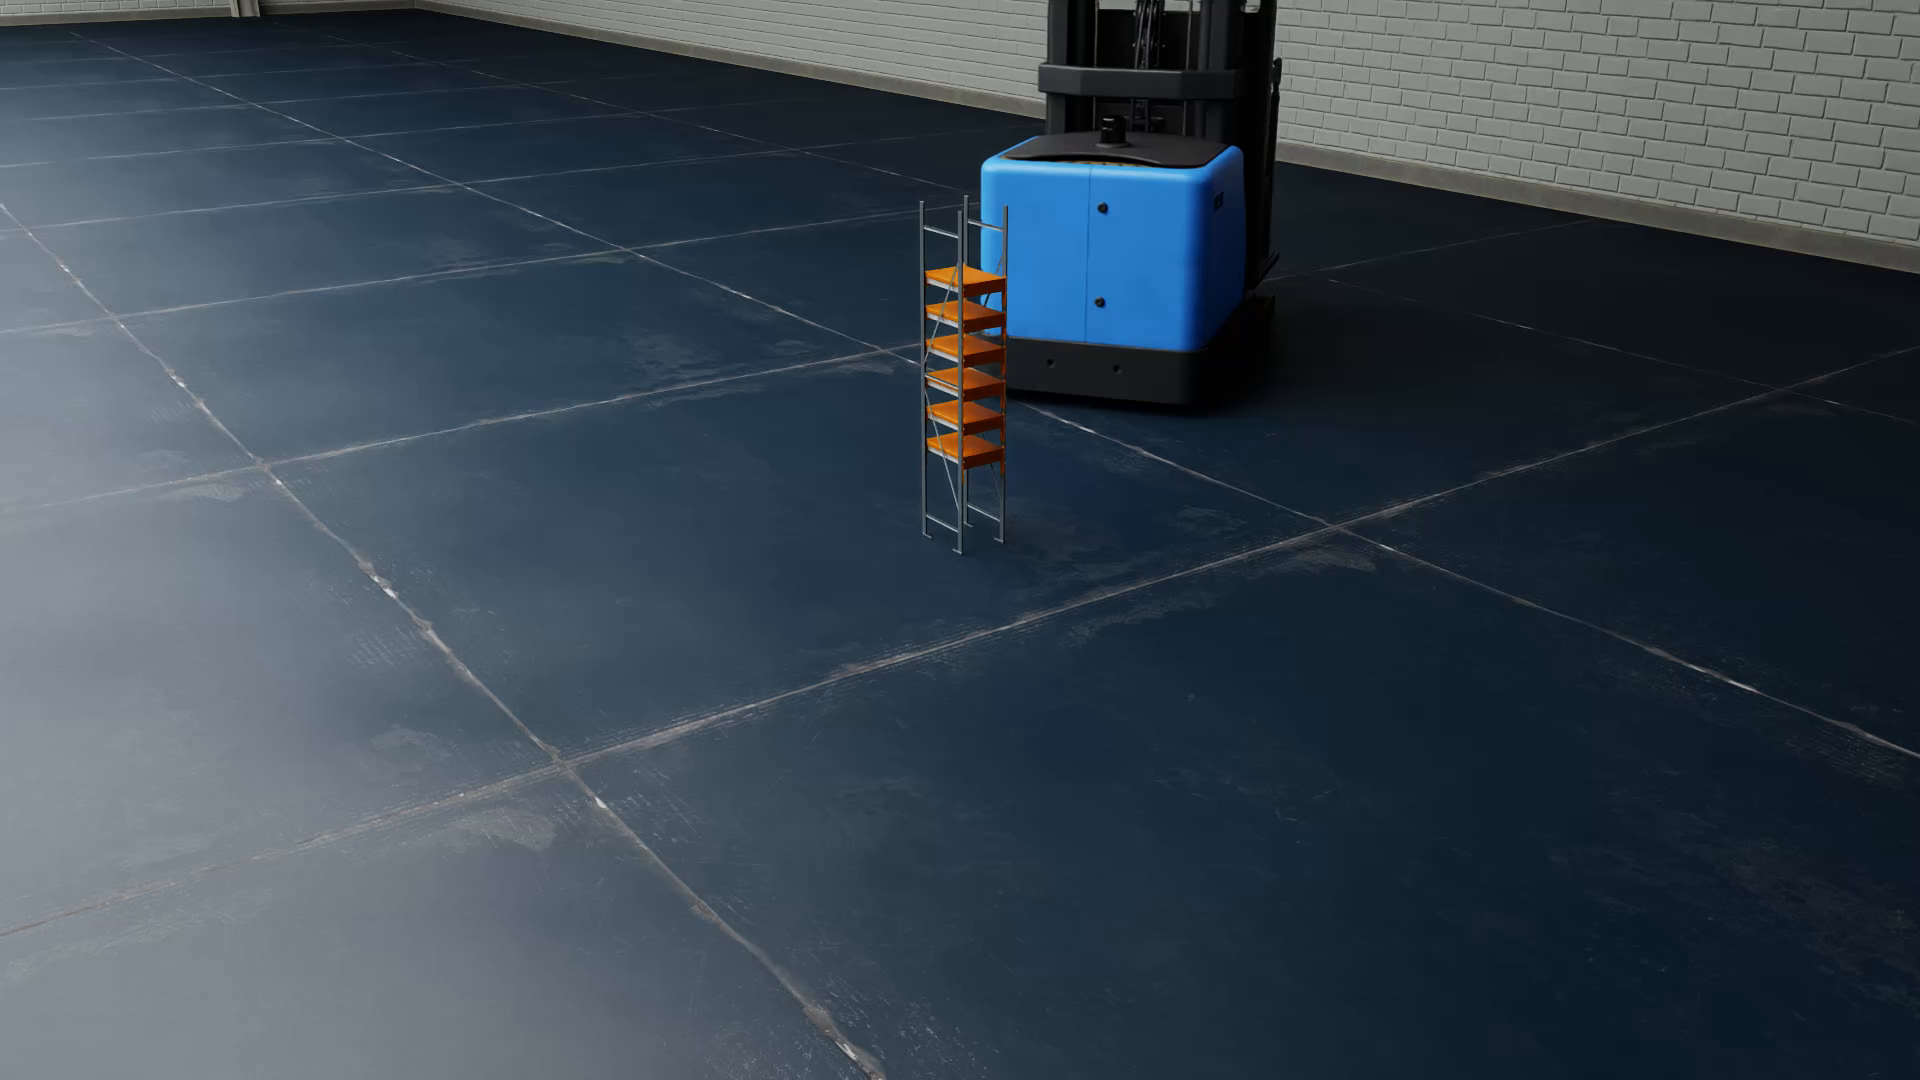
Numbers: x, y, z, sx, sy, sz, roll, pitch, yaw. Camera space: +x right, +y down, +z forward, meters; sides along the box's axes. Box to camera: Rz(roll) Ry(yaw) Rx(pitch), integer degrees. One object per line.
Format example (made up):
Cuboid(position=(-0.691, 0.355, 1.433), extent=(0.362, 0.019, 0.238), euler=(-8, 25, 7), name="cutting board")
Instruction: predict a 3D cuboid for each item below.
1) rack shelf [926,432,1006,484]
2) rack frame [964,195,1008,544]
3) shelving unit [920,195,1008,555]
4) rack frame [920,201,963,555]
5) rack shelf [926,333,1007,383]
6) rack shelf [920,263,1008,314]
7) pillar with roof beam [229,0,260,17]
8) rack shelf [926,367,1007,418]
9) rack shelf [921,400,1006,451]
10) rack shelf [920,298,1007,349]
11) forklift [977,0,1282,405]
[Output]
Cuboid(position=(0.012, -0.296, 5.849), extent=(0.180, 0.103, 0.258), euler=(-15, 26, -33), name="rack shelf")
Cuboid(position=(0.086, -0.580, 5.794), extent=(0.006, 1.200, 0.240), euler=(-15, 26, -33), name="rack frame")
Cuboid(position=(0.012, -0.560, 5.744), extent=(0.189, 1.200, 0.258), euler=(-15, 26, -33), name="shelving unit")
Cuboid(position=(-0.063, -0.541, 5.694), extent=(0.006, 1.200, 0.240), euler=(-15, 26, -33), name="rack frame")
Cuboid(position=(0.012, -0.631, 5.716), extent=(0.180, 0.103, 0.258), euler=(-15, 26, -33), name="rack shelf")
Cuboid(position=(0.012, -0.853, 5.627), extent=(0.180, 0.103, 0.258), euler=(-15, 26, -33), name="rack shelf")
Cuboid(position=(-9.637, -11.800, 23.389), extent=(0.400, 9.000, 9.100), euler=(-15, 26, -33), name="pillar with roof beam")
Cuboid(position=(0.012, -0.519, 5.760), extent=(0.180, 0.103, 0.258), euler=(-15, 26, -33), name="rack shelf")
Cuboid(position=(0.012, -0.408, 5.805), extent=(0.180, 0.103, 0.258), euler=(-15, 26, -33), name="rack shelf")
Cuboid(position=(0.012, -0.742, 5.671), extent=(0.180, 0.103, 0.258), euler=(-15, 26, -33), name="rack shelf")
Cuboid(position=(1.034, -2.463, 8.176), extent=(1.130, 2.935, 3.031), euler=(7, 23, 17), name="forklift")
